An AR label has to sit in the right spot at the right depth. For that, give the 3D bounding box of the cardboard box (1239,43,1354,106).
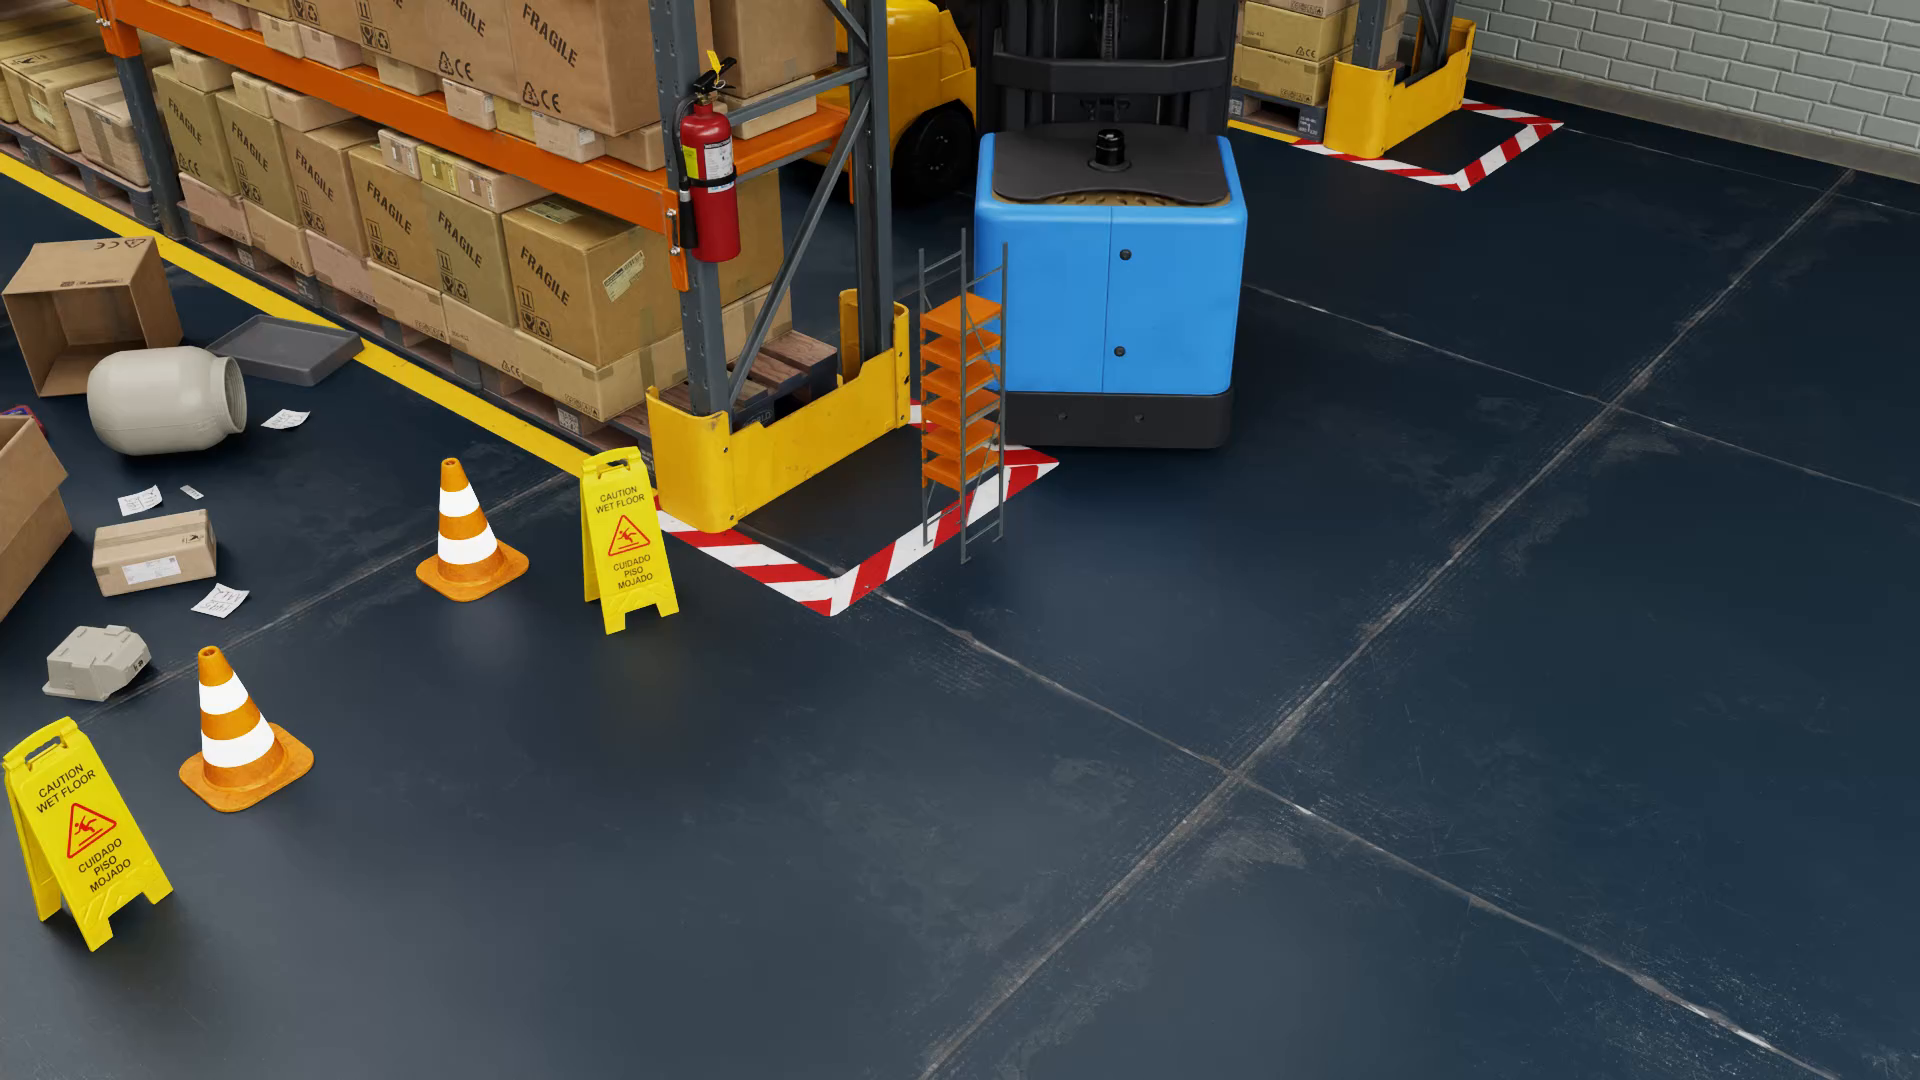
[{"bbox_3d":[1.982,-2.768,9.689,0.500,0.250,0.500,26,42,32],"label":"cardboard box"}]

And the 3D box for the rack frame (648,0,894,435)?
[{"bbox_3d":[-0.628,-1.535,5.835,0.127,3.000,1.000,25,42,32],"label":"rack frame"}]

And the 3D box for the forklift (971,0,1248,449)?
[{"bbox_3d":[0.621,-2.378,7.124,1.130,2.935,3.031,1,35,2],"label":"forklift"}]

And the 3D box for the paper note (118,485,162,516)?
[{"bbox_3d":[-3.185,-0.156,6.460,0.148,0.019,0.142,-18,38,-25],"label":"paper note"}]

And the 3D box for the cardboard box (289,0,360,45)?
[{"bbox_3d":[-2.363,-2.333,6.647,0.500,0.500,0.500,26,42,32],"label":"cardboard box"}]

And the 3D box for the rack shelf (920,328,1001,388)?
[{"bbox_3d":[0.011,-0.650,5.792,0.180,0.103,0.258,25,42,32],"label":"rack shelf"}]

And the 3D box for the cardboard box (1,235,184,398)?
[{"bbox_3d":[-3.749,-0.974,7.225,0.500,0.500,0.500,-6,35,-8],"label":"cardboard box"}]

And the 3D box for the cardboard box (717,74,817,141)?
[{"bbox_3d":[-0.757,-1.644,6.217,0.250,0.149,0.380,25,42,32],"label":"cardboard box"}]

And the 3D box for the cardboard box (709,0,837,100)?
[{"bbox_3d":[-0.815,-1.991,6.148,0.500,0.500,0.500,25,41,31],"label":"cardboard box"}]

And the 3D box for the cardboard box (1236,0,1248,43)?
[{"bbox_3d":[1.592,-3.168,9.830,0.500,0.250,0.500,25,42,31],"label":"cardboard box"}]

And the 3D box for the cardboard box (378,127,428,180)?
[{"bbox_3d":[-2.128,-1.620,6.782,0.250,0.149,0.380,27,43,34],"label":"cardboard box"}]

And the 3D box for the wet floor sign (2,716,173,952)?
[{"bbox_3d":[-2.429,0.775,4.552,0.232,0.644,0.267,18,38,24],"label":"wet floor sign"}]

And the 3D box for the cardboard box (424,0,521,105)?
[{"bbox_3d":[-1.603,-1.959,6.102,0.500,0.500,0.500,25,42,32],"label":"cardboard box"}]

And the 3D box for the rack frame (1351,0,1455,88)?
[{"bbox_3d":[2.545,-3.696,8.982,0.127,3.000,1.000,25,42,32],"label":"rack frame"}]

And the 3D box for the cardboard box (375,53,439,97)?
[{"bbox_3d":[-2.080,-1.907,6.598,0.250,0.149,0.380,25,42,31],"label":"cardboard box"}]

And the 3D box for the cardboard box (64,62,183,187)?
[{"bbox_3d":[-4.107,-2.263,8.845,0.625,0.372,0.950,26,42,32],"label":"cardboard box"}]

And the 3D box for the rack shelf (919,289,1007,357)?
[{"bbox_3d":[0.012,-0.749,5.724,0.180,0.103,0.258,25,42,32],"label":"rack shelf"}]

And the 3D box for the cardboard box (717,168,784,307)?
[{"bbox_3d":[-1.090,-1.305,6.895,0.500,0.500,0.500,24,41,30],"label":"cardboard box"}]

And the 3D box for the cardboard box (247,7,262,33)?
[{"bbox_3d":[-2.822,-2.287,7.152,0.250,0.149,0.380,25,42,32],"label":"cardboard box"}]

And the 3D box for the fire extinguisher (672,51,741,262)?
[{"bbox_3d":[-0.835,-1.261,5.505,0.183,0.674,0.296,25,42,32],"label":"fire extinguisher"}]

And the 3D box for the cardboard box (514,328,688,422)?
[{"bbox_3d":[-1.440,-0.759,6.763,0.500,0.250,0.500,25,42,32],"label":"cardboard box"}]

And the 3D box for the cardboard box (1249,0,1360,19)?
[{"bbox_3d":[1.991,-3.179,9.404,0.500,0.250,0.500,27,43,33],"label":"cardboard box"}]

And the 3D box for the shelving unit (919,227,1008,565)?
[{"bbox_3d":[0.011,-0.489,5.902,0.189,1.200,0.258,25,42,32],"label":"shelving unit"}]

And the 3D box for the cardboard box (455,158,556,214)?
[{"bbox_3d":[-1.736,-1.432,6.507,0.250,0.149,0.380,27,43,33],"label":"cardboard box"}]

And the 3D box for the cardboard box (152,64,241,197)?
[{"bbox_3d":[-3.422,-2.001,7.910,0.500,0.500,0.500,27,43,34],"label":"cardboard box"}]

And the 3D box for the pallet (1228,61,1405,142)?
[{"bbox_3d":[1.930,-2.805,10.148,1.213,0.211,1.003,25,42,32],"label":"pallet"}]

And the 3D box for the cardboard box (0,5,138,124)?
[{"bbox_3d":[-5.197,-2.773,9.588,0.625,0.372,0.950,27,43,33],"label":"cardboard box"}]

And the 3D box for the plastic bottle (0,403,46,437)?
[{"bbox_3d":[-3.910,-0.489,6.908,0.133,0.061,0.283,-26,42,-32],"label":"plastic bottle"}]

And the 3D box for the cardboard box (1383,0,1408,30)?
[{"bbox_3d":[2.316,-3.202,9.879,0.500,0.250,0.500,26,42,33],"label":"cardboard box"}]

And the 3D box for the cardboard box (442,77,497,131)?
[{"bbox_3d":[-1.719,-1.699,6.297,0.250,0.149,0.380,26,42,33],"label":"cardboard box"}]

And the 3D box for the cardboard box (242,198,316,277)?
[{"bbox_3d":[-3.004,-1.504,7.848,0.500,0.250,0.500,28,43,34],"label":"cardboard box"}]

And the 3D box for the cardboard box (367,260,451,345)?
[{"bbox_3d":[-2.220,-1.128,7.301,0.500,0.250,0.500,24,41,30],"label":"cardboard box"}]

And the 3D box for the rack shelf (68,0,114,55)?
[{"bbox_3d":[-5.239,-3.412,9.204,4.000,0.370,1.077,25,42,32],"label":"rack shelf"}]

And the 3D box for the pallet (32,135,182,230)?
[{"bbox_3d":[-4.302,-2.116,9.144,1.213,0.211,1.003,25,42,32],"label":"pallet"}]

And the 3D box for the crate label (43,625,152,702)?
[{"bbox_3d":[-2.877,0.399,5.548,0.298,0.136,0.250,6,35,8],"label":"crate label"}]

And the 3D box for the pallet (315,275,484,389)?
[{"bbox_3d":[-2.222,-1.165,7.759,1.213,0.211,1.003,25,42,32],"label":"pallet"}]

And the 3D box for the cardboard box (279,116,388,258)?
[{"bbox_3d":[-2.605,-1.624,7.361,0.500,0.500,0.500,28,43,34],"label":"cardboard box"}]

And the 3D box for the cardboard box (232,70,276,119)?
[{"bbox_3d":[-2.968,-2.012,7.353,0.250,0.149,0.380,27,43,33],"label":"cardboard box"}]

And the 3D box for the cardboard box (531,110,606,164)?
[{"bbox_3d":[-1.318,-1.517,6.032,0.250,0.149,0.380,25,42,31],"label":"cardboard box"}]

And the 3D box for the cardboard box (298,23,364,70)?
[{"bbox_3d":[-2.477,-2.080,6.851,0.250,0.149,0.380,25,42,32],"label":"cardboard box"}]

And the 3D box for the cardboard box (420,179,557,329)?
[{"bbox_3d":[-1.814,-1.248,6.813,0.500,0.500,0.500,27,43,33],"label":"cardboard box"}]

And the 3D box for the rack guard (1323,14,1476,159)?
[{"bbox_3d":[2.563,-2.657,9.677,0.348,0.500,1.175,25,42,32],"label":"rack guard"}]

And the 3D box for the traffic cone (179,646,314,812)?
[{"bbox_3d":[-2.233,0.522,5.081,0.334,0.463,0.336,25,42,32],"label":"traffic cone"}]

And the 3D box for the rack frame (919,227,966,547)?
[{"bbox_3d":[-0.059,-0.522,5.951,0.006,1.200,0.240,25,42,32],"label":"rack frame"}]

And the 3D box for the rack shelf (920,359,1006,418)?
[{"bbox_3d":[0.011,-0.552,5.860,0.180,0.103,0.258,25,42,32],"label":"rack shelf"}]

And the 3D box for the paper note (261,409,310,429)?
[{"bbox_3d":[-2.822,-0.509,6.965,0.148,0.019,0.142,12,36,16],"label":"paper note"}]

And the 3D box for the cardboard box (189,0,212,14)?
[{"bbox_3d":[-3.214,-2.475,7.426,0.250,0.149,0.380,25,42,32],"label":"cardboard box"}]
